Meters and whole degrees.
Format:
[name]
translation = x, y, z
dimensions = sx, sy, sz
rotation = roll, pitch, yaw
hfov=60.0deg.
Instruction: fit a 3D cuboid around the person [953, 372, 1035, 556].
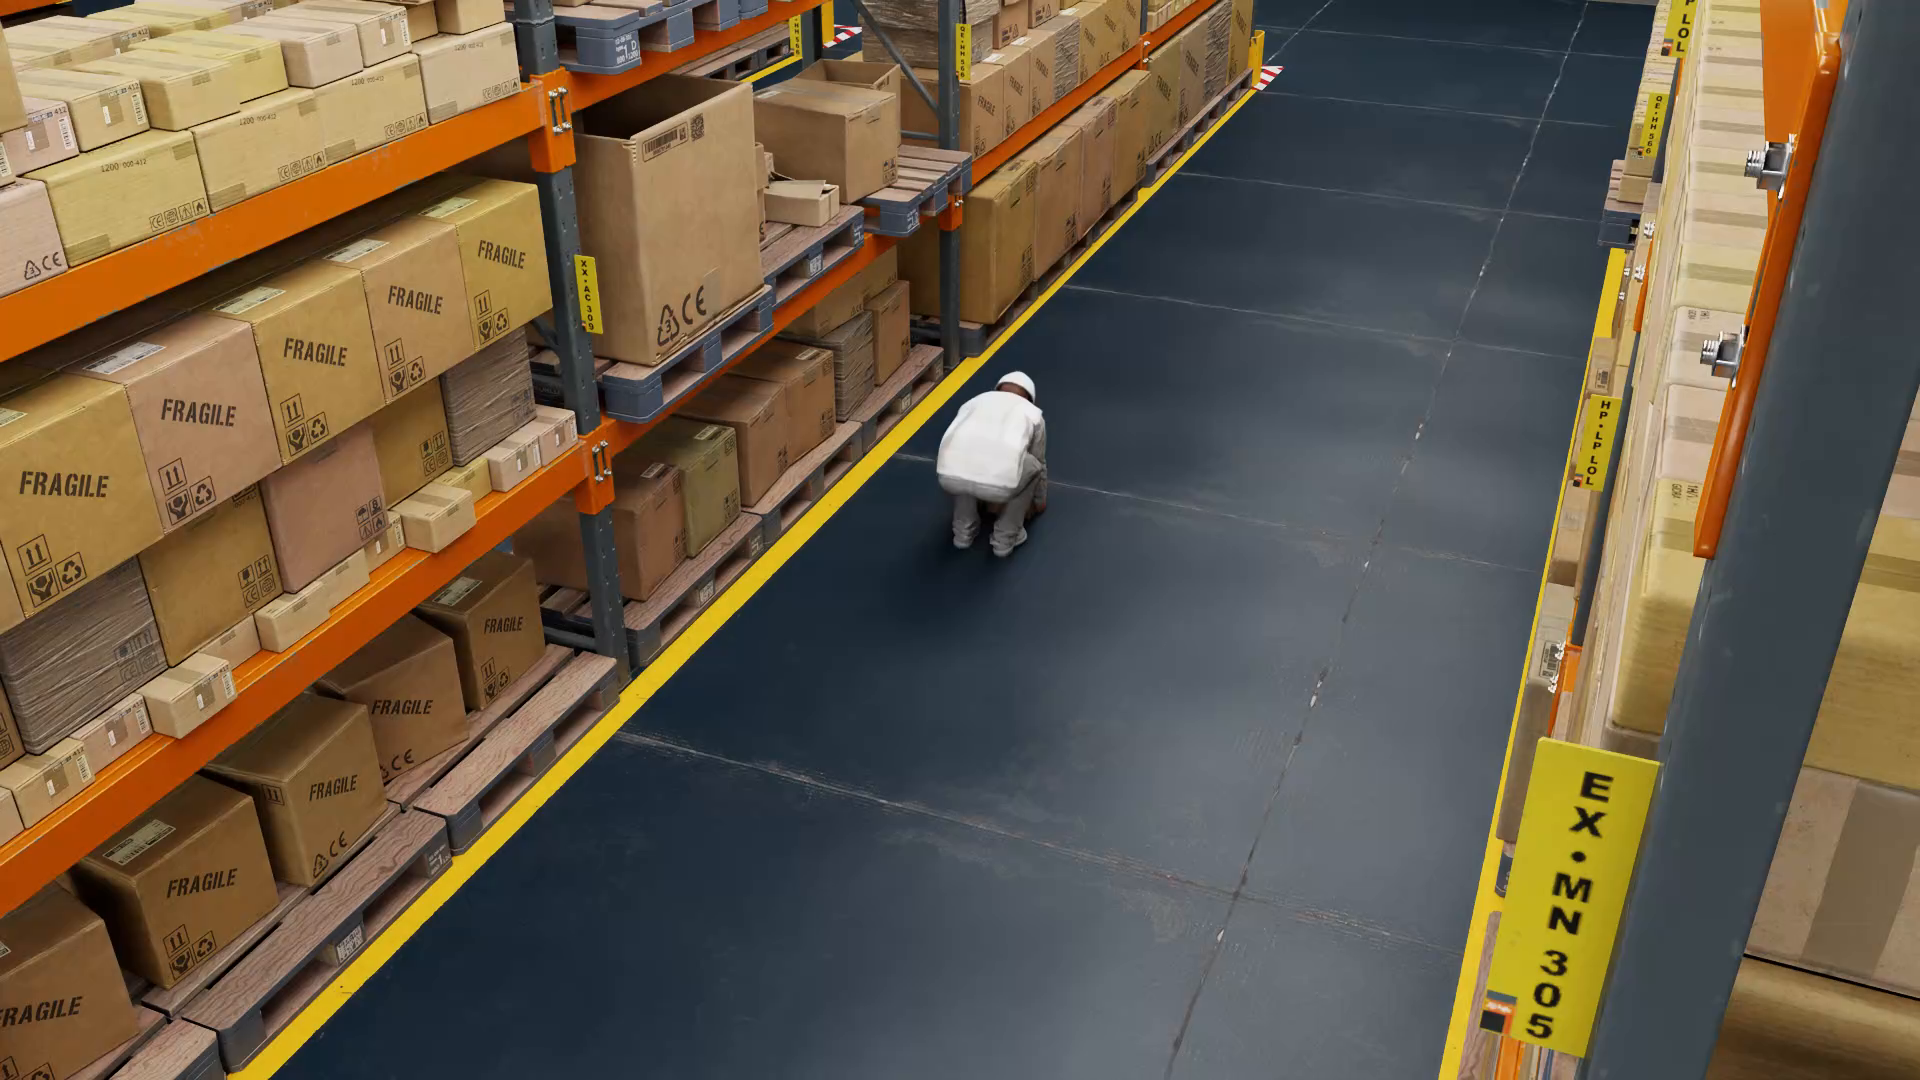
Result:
[person]
translation = -3.118, -3.094, 8.481
dimensions = 7.332, 5.813, 11.426
rotation = 11, 31, 18
